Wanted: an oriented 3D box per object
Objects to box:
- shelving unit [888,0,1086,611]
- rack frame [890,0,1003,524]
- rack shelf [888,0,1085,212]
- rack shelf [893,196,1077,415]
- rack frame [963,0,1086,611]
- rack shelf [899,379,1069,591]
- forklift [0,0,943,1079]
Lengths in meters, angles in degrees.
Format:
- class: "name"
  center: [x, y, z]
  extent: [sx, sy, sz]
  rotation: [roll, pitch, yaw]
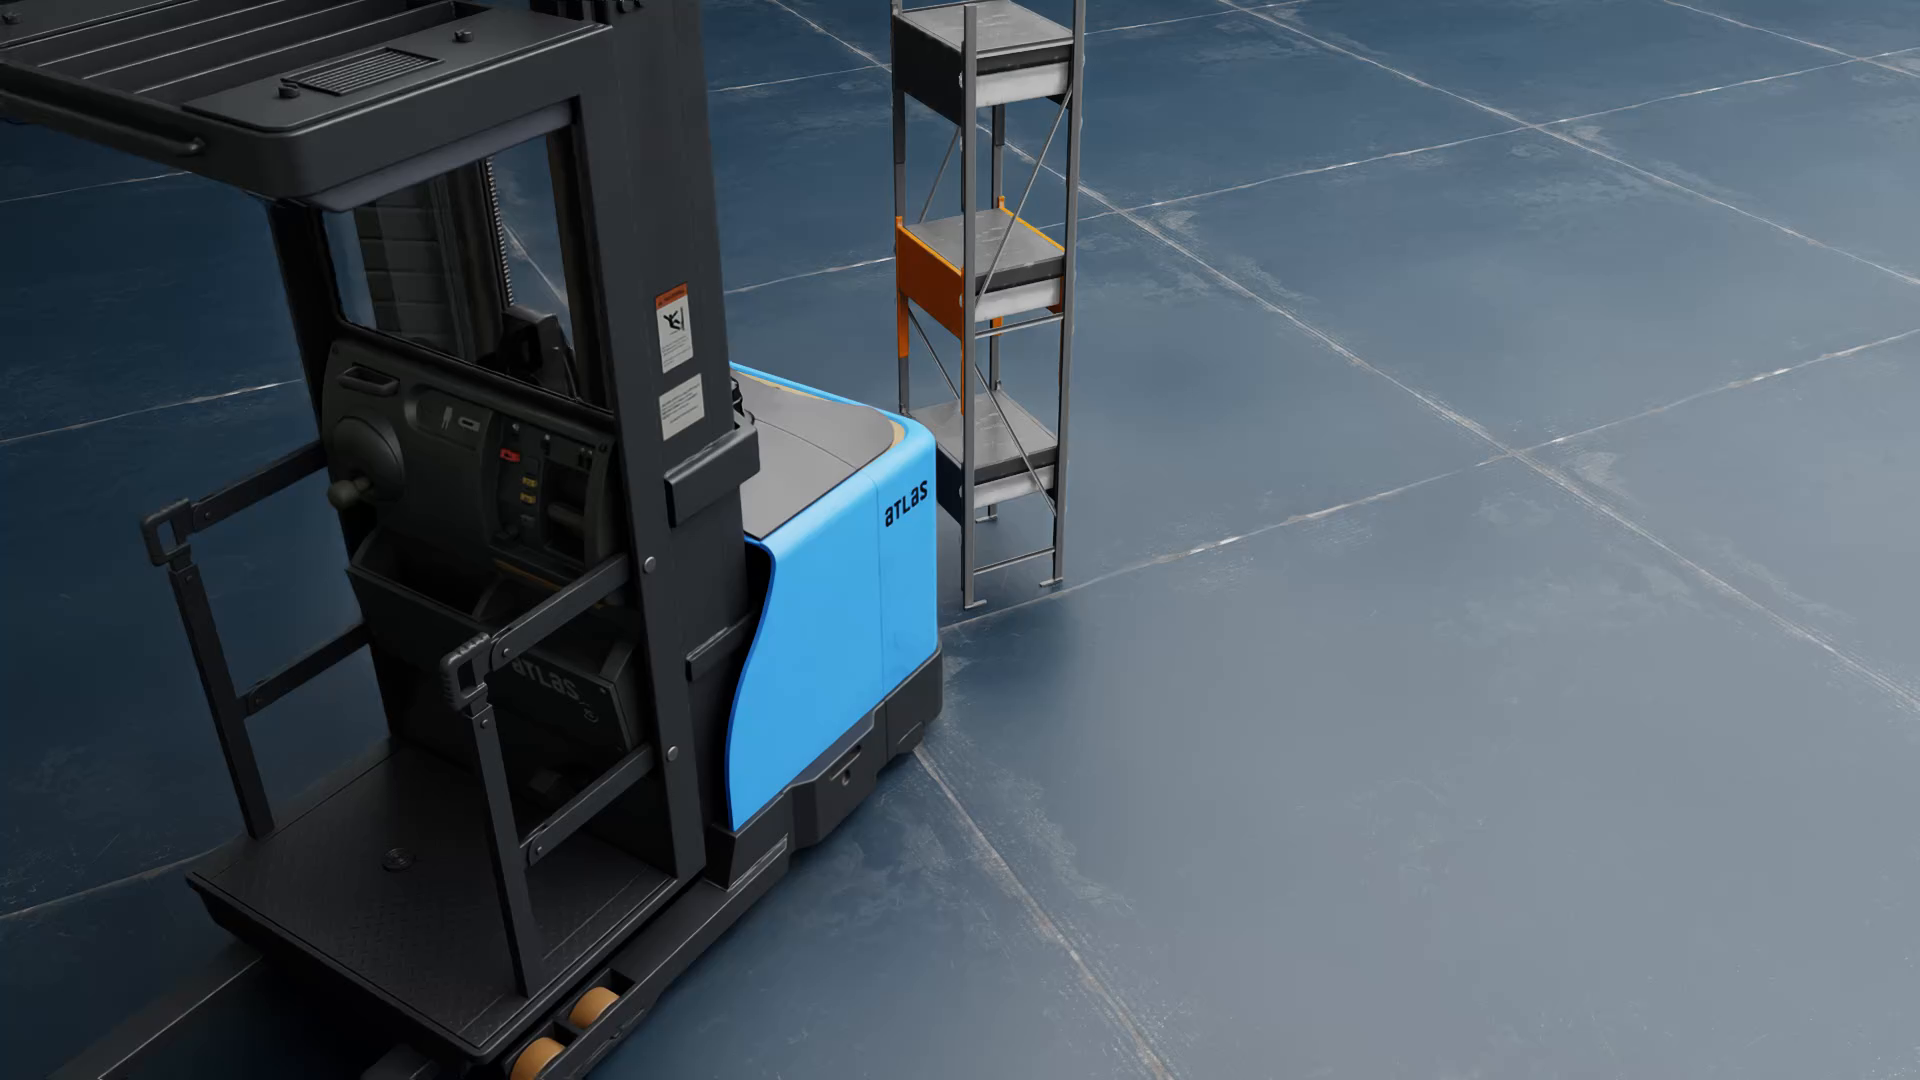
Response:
- class: "shelving unit"
  center: [0.077, -0.805, 5.560]
  extent: [0.431, 2.100, 0.503]
  rotation: [-16, 36, -23]
- class: "rack frame"
  center: [-0.037, -0.922, 5.742]
  extent: [0.400, 2.100, 0.015]
  rotation: [-16, 36, -23]
- class: "rack shelf"
  center: [0.077, -1.383, 5.190]
  extent: [0.431, 0.518, 0.480]
  rotation: [-16, 36, -23]
- class: "rack shelf"
  center: [0.077, -0.794, 5.568]
  extent: [0.431, 0.518, 0.480]
  rotation: [-16, 36, -23]
- class: "rack frame"
  center: [0.191, -0.689, 5.379]
  extent: [0.400, 2.100, 0.015]
  rotation: [-16, 36, -23]
- class: "rack shelf"
  center: [0.077, -0.204, 5.945]
  extent: [0.431, 0.518, 0.480]
  rotation: [-16, 36, -23]
- class: "forklift"
  center: [-1.281, -0.136, 3.745]
  extent: [1.130, 2.935, 3.031]
  rotation: [19, 37, 27]
